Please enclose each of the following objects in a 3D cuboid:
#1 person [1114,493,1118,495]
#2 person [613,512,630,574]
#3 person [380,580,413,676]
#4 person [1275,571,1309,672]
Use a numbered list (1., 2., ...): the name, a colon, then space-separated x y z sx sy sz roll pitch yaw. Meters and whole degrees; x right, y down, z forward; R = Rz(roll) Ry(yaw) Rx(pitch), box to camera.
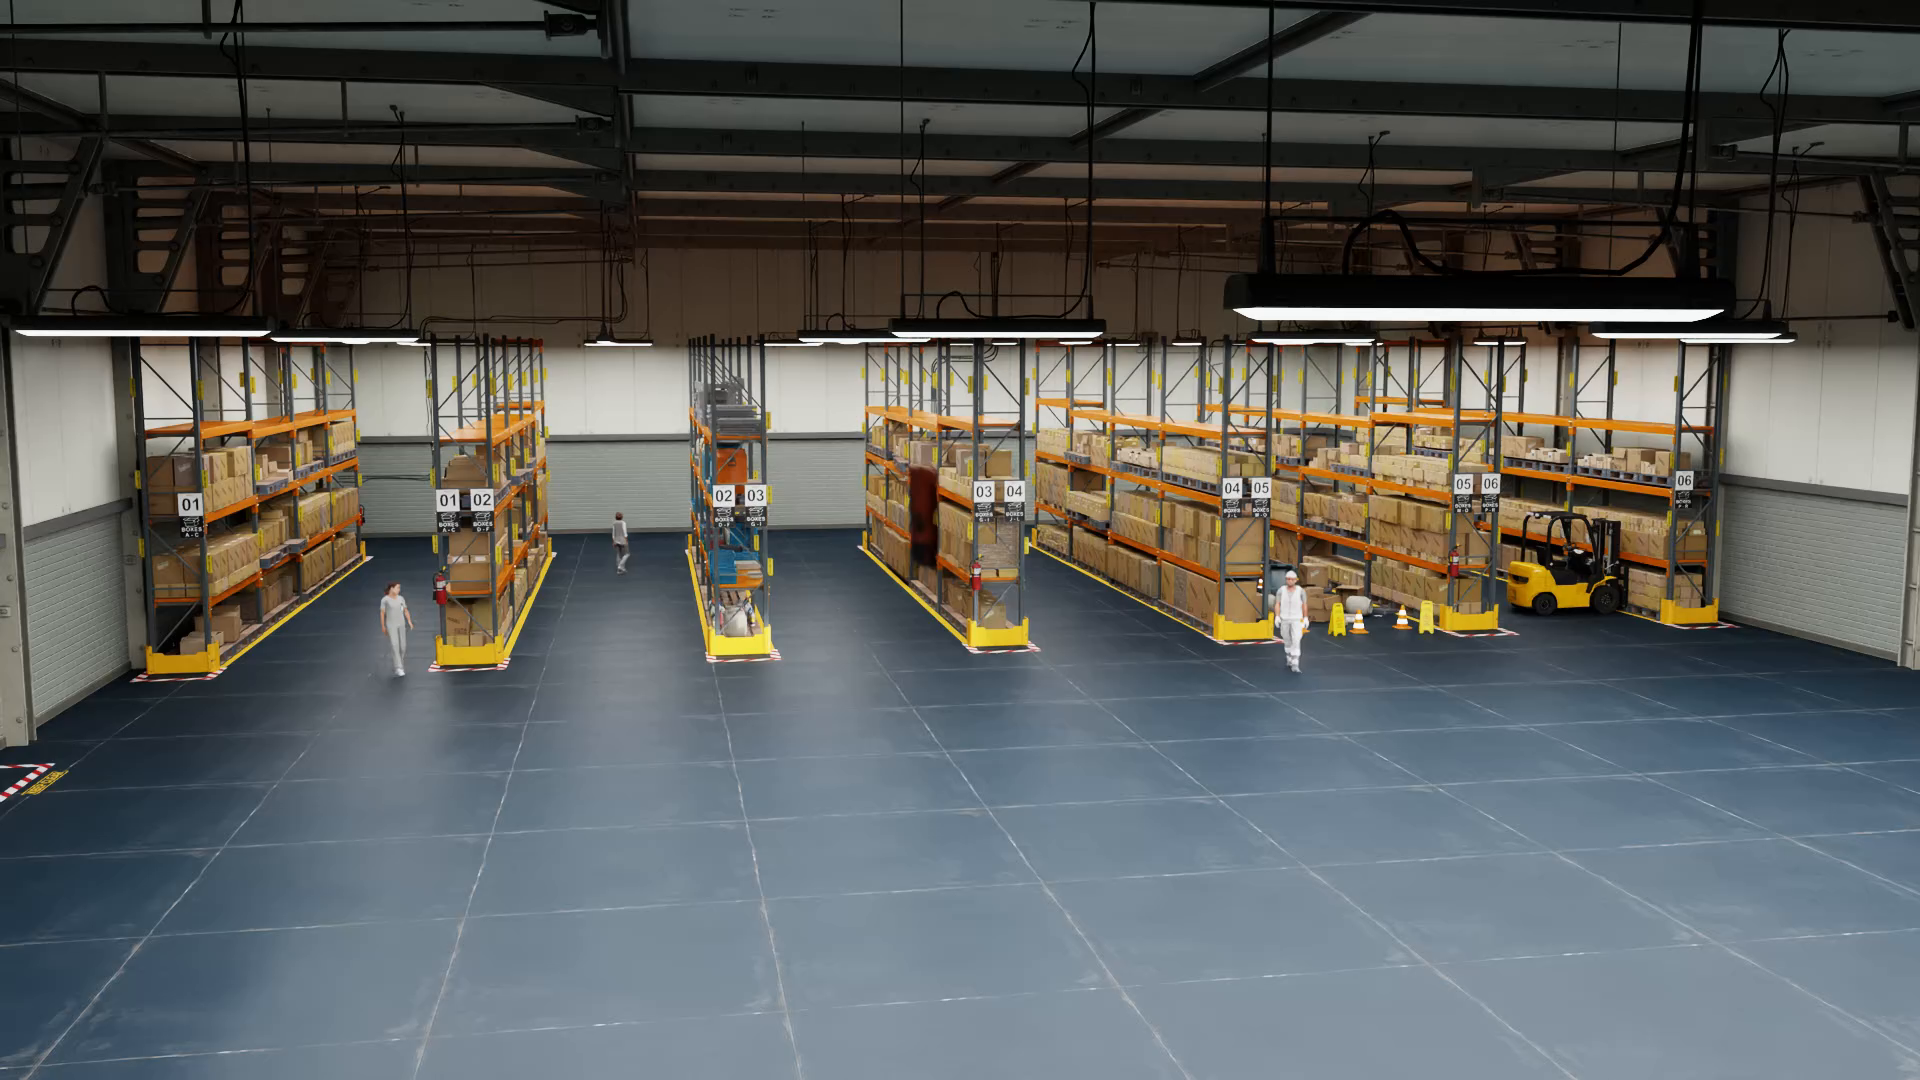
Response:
1. person: 4.546 -0.505 47.236 0.550 1.659 0.519 -2 7 -15
2. person: -8.681 0.095 42.418 0.455 1.562 0.437 3 7 22
3. person: -9.884 1.557 29.352 0.807 1.651 0.476 6 9 42
4. person: 5.903 1.428 29.687 0.576 1.746 0.919 3 7 23
